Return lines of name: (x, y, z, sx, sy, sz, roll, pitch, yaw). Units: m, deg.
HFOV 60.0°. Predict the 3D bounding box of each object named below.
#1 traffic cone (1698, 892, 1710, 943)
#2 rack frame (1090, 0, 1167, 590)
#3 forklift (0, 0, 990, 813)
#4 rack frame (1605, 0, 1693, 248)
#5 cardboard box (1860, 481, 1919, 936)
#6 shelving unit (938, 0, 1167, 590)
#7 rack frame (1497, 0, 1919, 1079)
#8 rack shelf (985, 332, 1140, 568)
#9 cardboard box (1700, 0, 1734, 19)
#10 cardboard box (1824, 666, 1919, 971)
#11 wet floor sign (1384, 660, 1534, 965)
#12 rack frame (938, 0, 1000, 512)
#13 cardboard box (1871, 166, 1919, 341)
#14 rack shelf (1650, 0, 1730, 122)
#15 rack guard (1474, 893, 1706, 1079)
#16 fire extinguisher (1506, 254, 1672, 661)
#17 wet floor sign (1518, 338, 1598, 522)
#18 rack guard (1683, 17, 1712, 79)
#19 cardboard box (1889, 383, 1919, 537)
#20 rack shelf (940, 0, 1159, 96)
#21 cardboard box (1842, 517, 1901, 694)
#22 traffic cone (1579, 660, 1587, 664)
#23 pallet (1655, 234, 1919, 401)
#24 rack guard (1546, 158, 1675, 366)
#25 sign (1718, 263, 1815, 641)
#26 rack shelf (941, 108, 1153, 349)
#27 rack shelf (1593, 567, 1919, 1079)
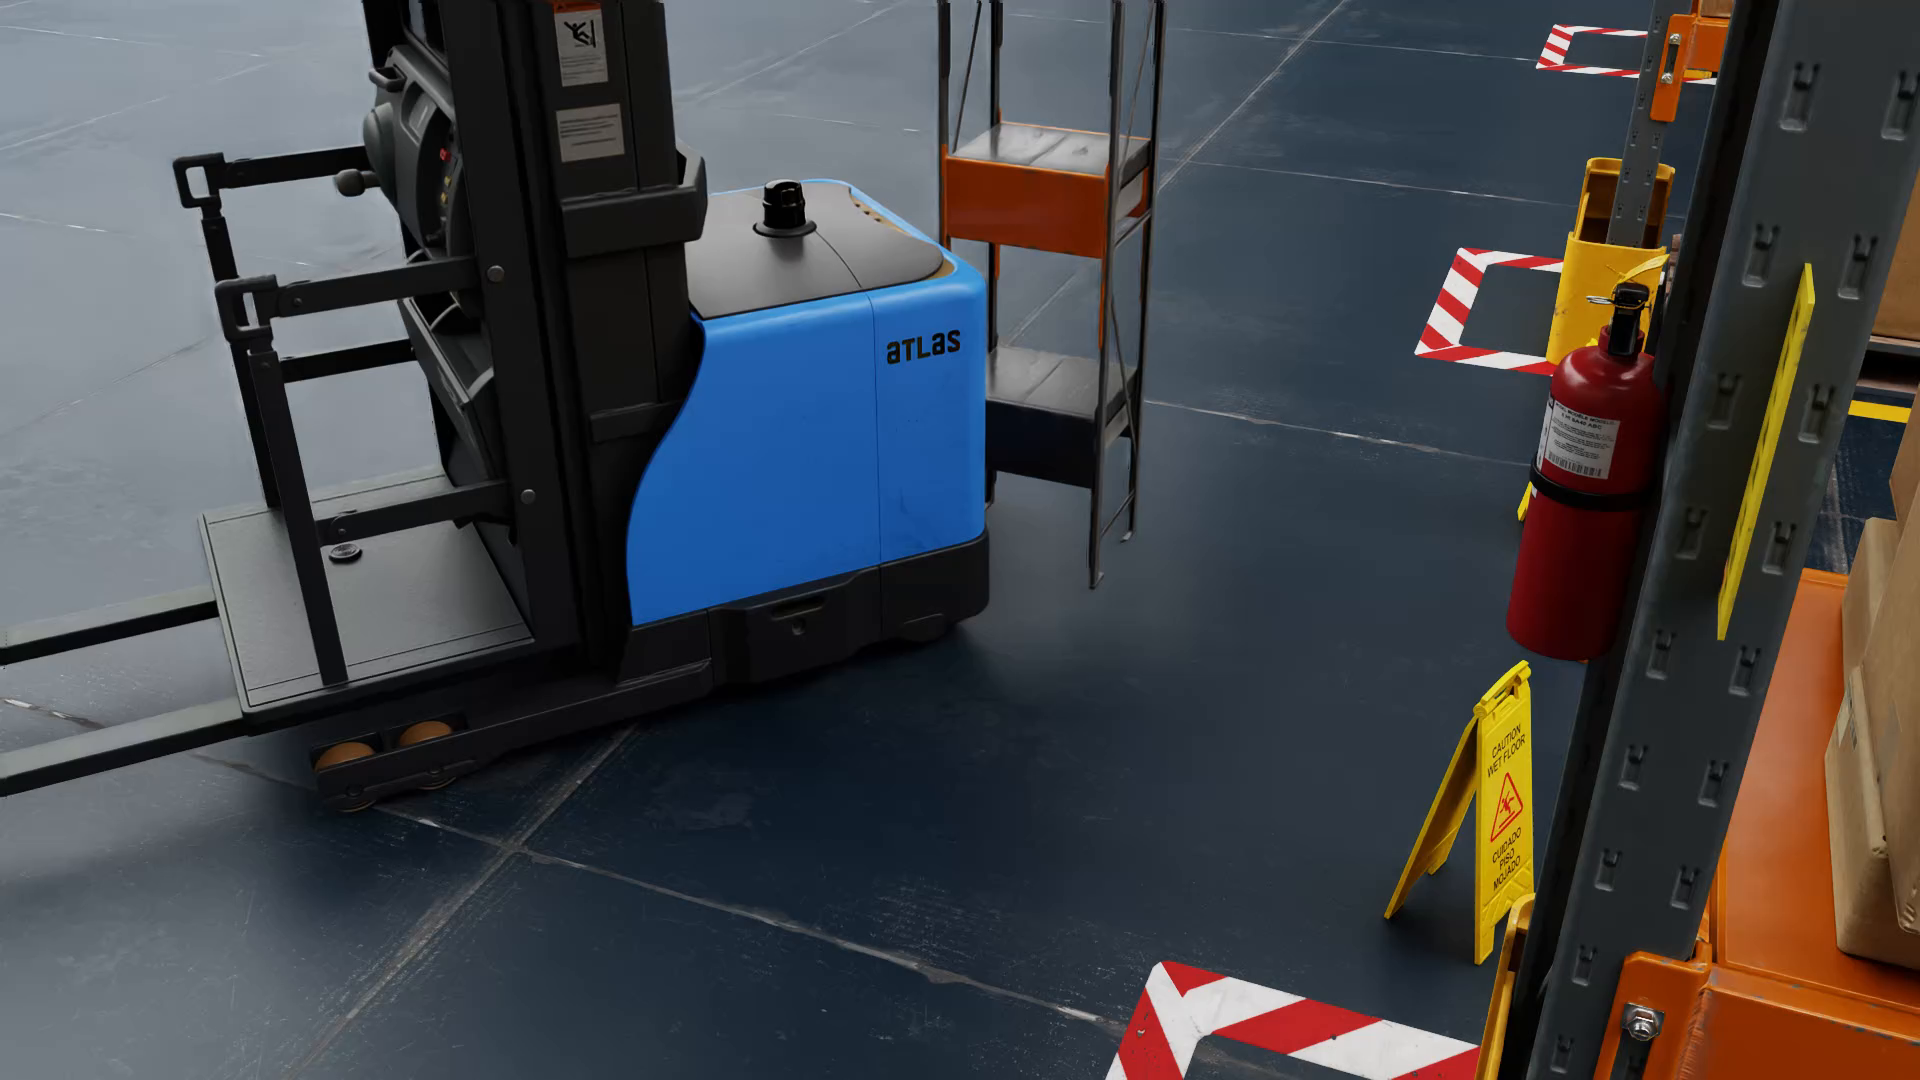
traffic cone: (1.787, 0.653, 3.625, 0.334, 0.463, 0.336, 11, 31, 19)
rack frame: (0.475, -0.856, 4.631, 0.015, 2.100, 0.400, 12, 32, 20)
forklift: (-1.467, -0.908, 3.877, 3.031, 2.935, 1.130, -14, 32, -23)
rack frame: (2.671, -2.219, 6.127, 0.127, 3.000, 1.000, 11, 31, 19)
cardboard box: (1.239, 0.098, 1.624, 0.500, 0.500, 0.500, 11, 31, 18)
shelving unit: (0.252, -0.904, 4.716, 0.503, 2.100, 0.431, 12, 32, 20)
rack frame: (0.903, 0.059, 2.098, 0.053, 2.616, 0.949, 11, 31, 19)
rack shelf: (0.252, -0.283, 5.067, 0.480, 0.518, 0.431, 12, 32, 20)
cardboard box: (3.032, -2.236, 6.005, 0.550, 0.550, 0.875, 11, 31, 19)
cardboard box: (1.141, 0.324, 1.884, 0.250, 0.149, 0.380, 11, 31, 19)
wet floor sign: (1.130, 0.559, 3.605, 0.232, 0.644, 0.267, 24, 37, 36)
rack frame: (0.028, -0.952, 4.801, 0.015, 2.100, 0.400, 12, 32, 20)
cardboard box: (3.325, -1.381, 6.378, 0.875, 0.875, 0.875, 11, 31, 19)
rack shelf: (4.525, -1.535, 5.649, 4.000, 0.370, 1.077, 11, 31, 19)
rack guard: (0.974, 1.159, 2.691, 0.348, 0.500, 1.175, 11, 31, 19)
fire extinguisher: (0.971, -0.141, 2.529, 0.183, 0.674, 0.296, 11, 31, 19)
wet floor sign: (1.900, -0.296, 5.118, 0.232, 0.644, 0.267, 6, 30, 11)
rack guard: (4.700, -3.359, 10.685, 0.348, 0.500, 1.175, 11, 31, 19)
cardboard box: (1.510, -0.141, 2.047, 0.500, 0.500, 0.500, 11, 31, 18)
rack shelf: (0.252, -1.502, 4.378, 0.480, 0.518, 0.431, 12, 32, 20)
cardboard box: (1.331, 0.138, 2.213, 0.250, 0.149, 0.380, 12, 32, 21)
traffic cone: (1.890, 0.084, 4.631, 0.334, 0.463, 0.336, 11, 31, 19)
pallet: (3.442, -0.892, 6.614, 1.213, 0.211, 1.003, 11, 31, 19)
rack guard: (2.649, -1.135, 6.750, 0.348, 0.500, 1.175, 11, 31, 19)
sign: (0.700, -0.072, 1.450, 0.005, 0.325, 0.100, 11, 31, 19)
rack shelf: (0.252, -0.892, 4.723, 0.480, 0.518, 0.431, 12, 32, 20)
rack shelf: (2.757, 0.740, 1.623, 4.000, 0.370, 1.077, 11, 31, 19)
